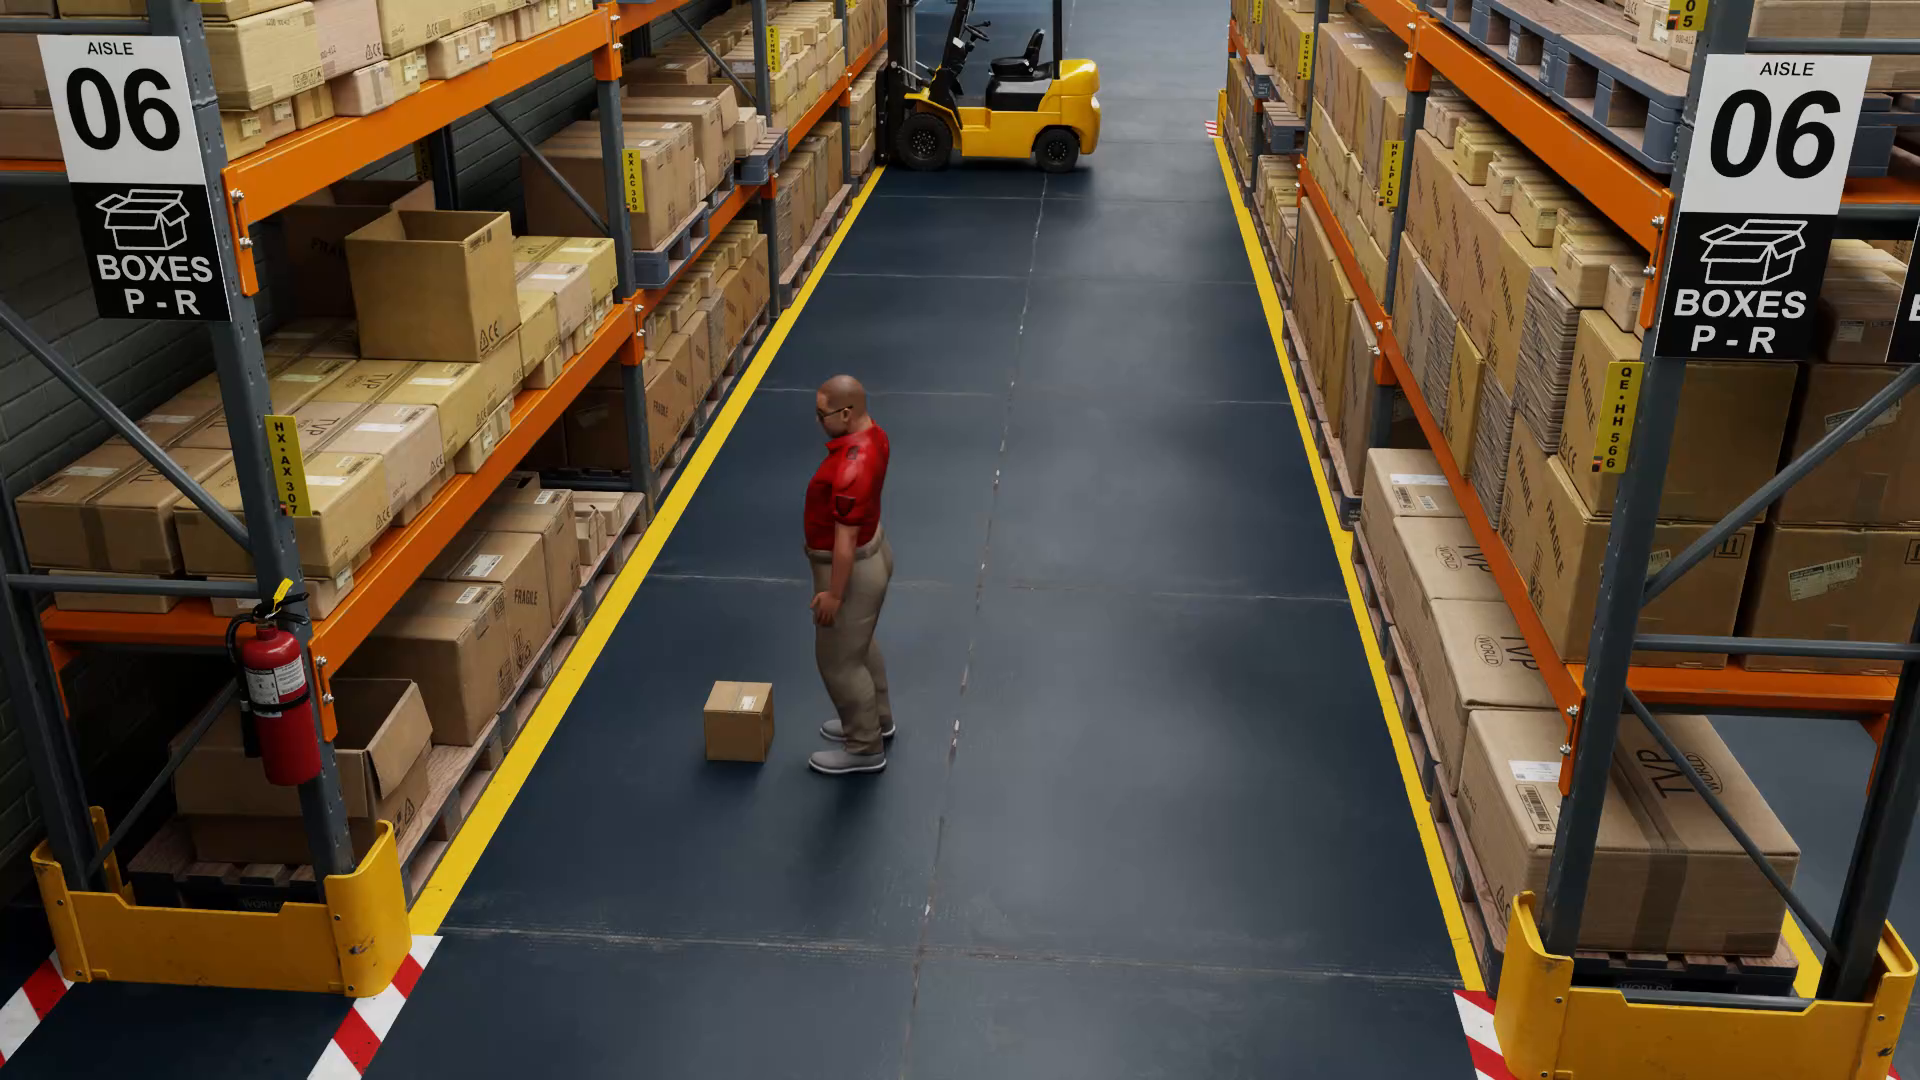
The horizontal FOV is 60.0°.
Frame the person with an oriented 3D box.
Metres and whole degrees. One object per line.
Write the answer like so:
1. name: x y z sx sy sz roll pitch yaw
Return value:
1. person: -0.466 0.146 6.823 0.358 1.724 0.530 2 24 5
